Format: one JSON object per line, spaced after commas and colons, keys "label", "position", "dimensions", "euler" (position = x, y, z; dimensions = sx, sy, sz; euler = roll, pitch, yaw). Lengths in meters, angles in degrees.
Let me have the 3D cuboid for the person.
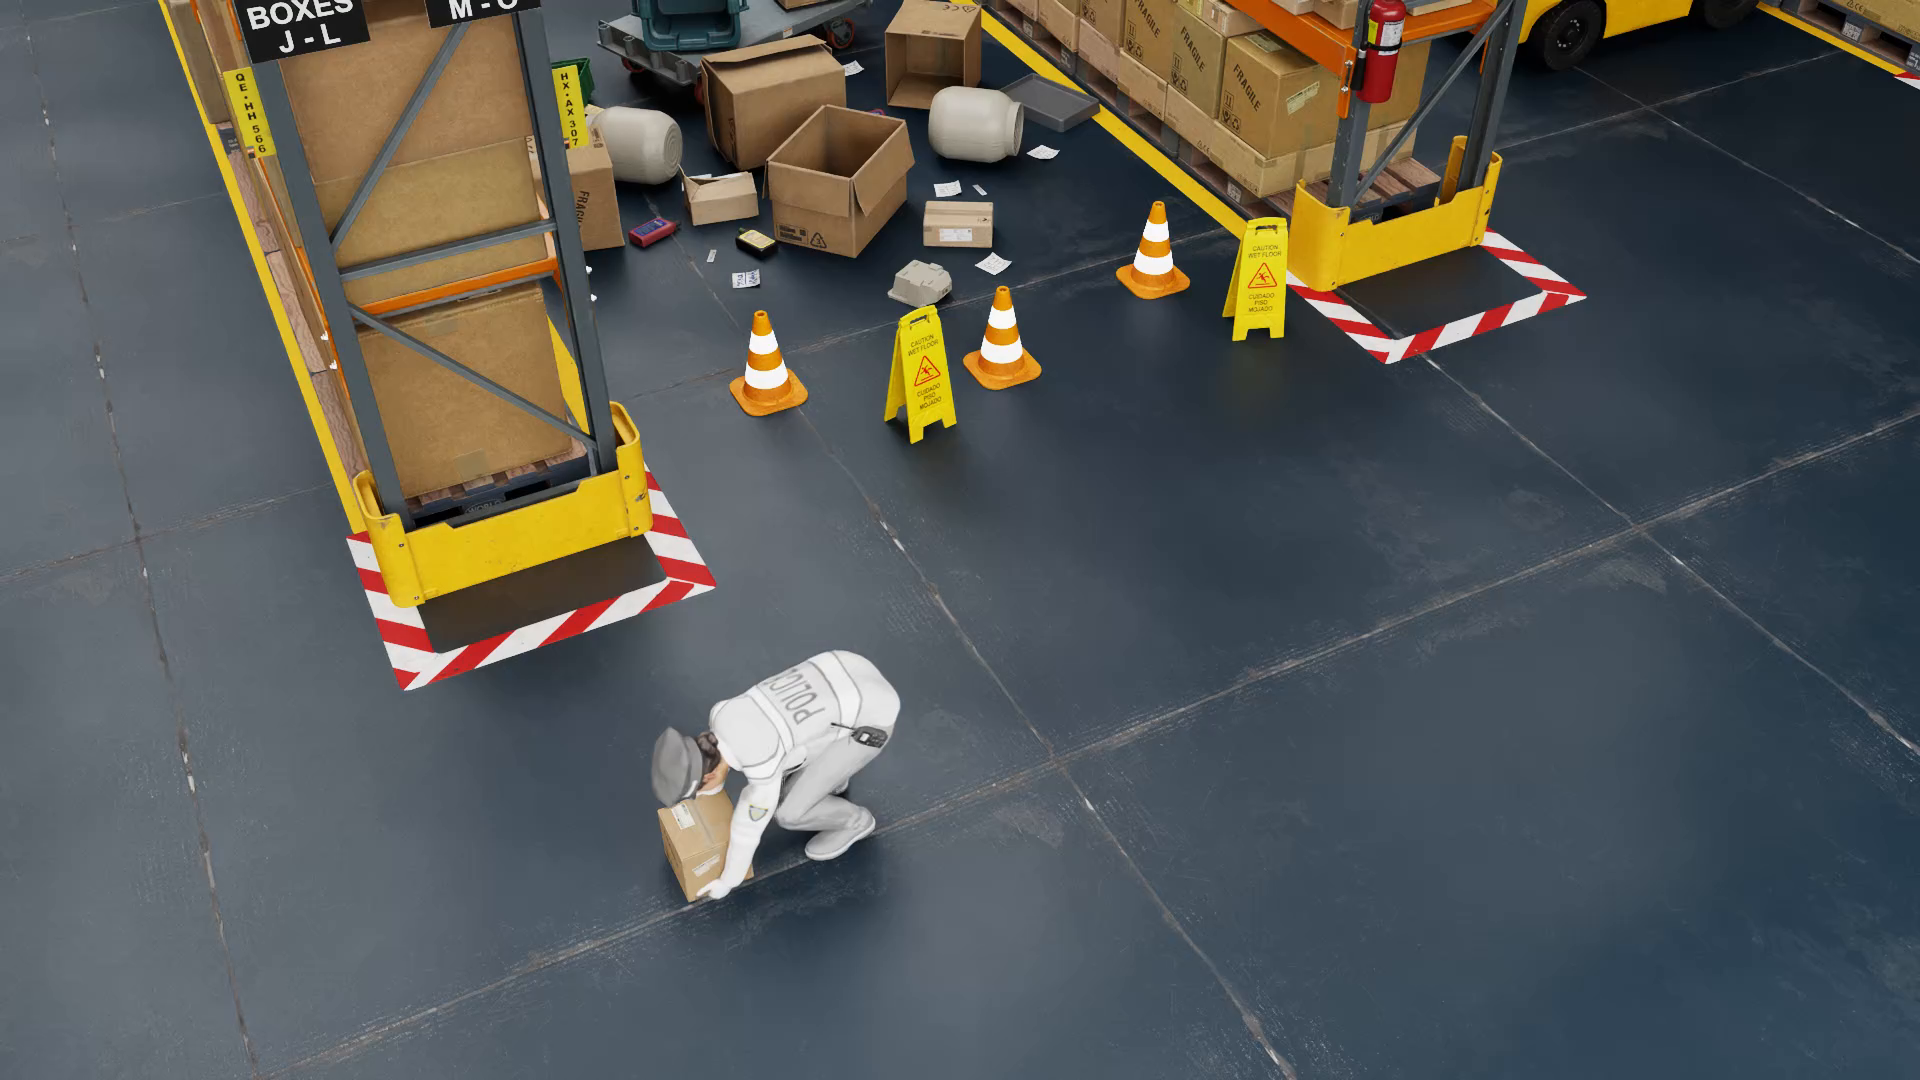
{"label": "person", "position": [-0.649, 0.825, 5.933], "dimensions": [0.915, 0.758, 0.456], "euler": [-20, 45, -21]}
